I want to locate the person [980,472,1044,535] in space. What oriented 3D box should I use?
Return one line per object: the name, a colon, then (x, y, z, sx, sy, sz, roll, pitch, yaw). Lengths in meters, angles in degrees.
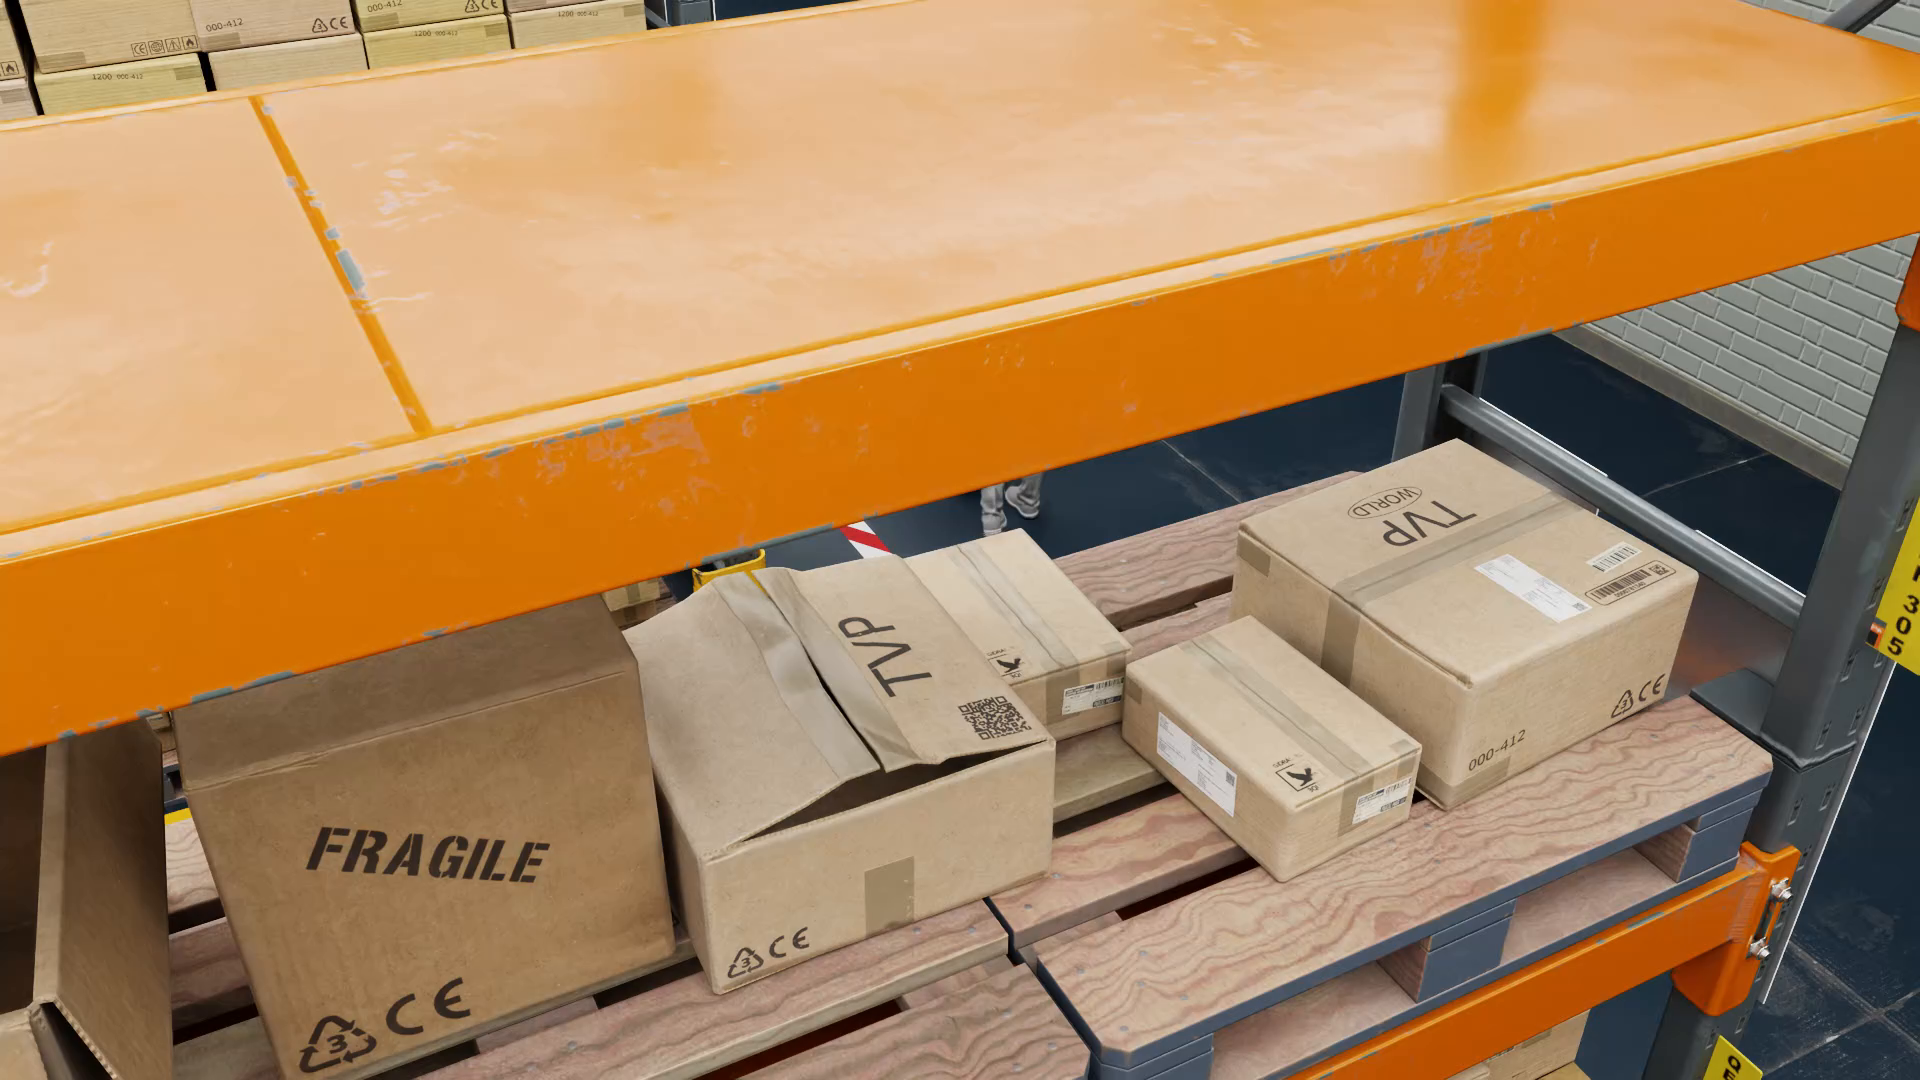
person: (0.282, -0.822, 8.366, 0.507, 1.675, 0.453, -11, 35, -17)
